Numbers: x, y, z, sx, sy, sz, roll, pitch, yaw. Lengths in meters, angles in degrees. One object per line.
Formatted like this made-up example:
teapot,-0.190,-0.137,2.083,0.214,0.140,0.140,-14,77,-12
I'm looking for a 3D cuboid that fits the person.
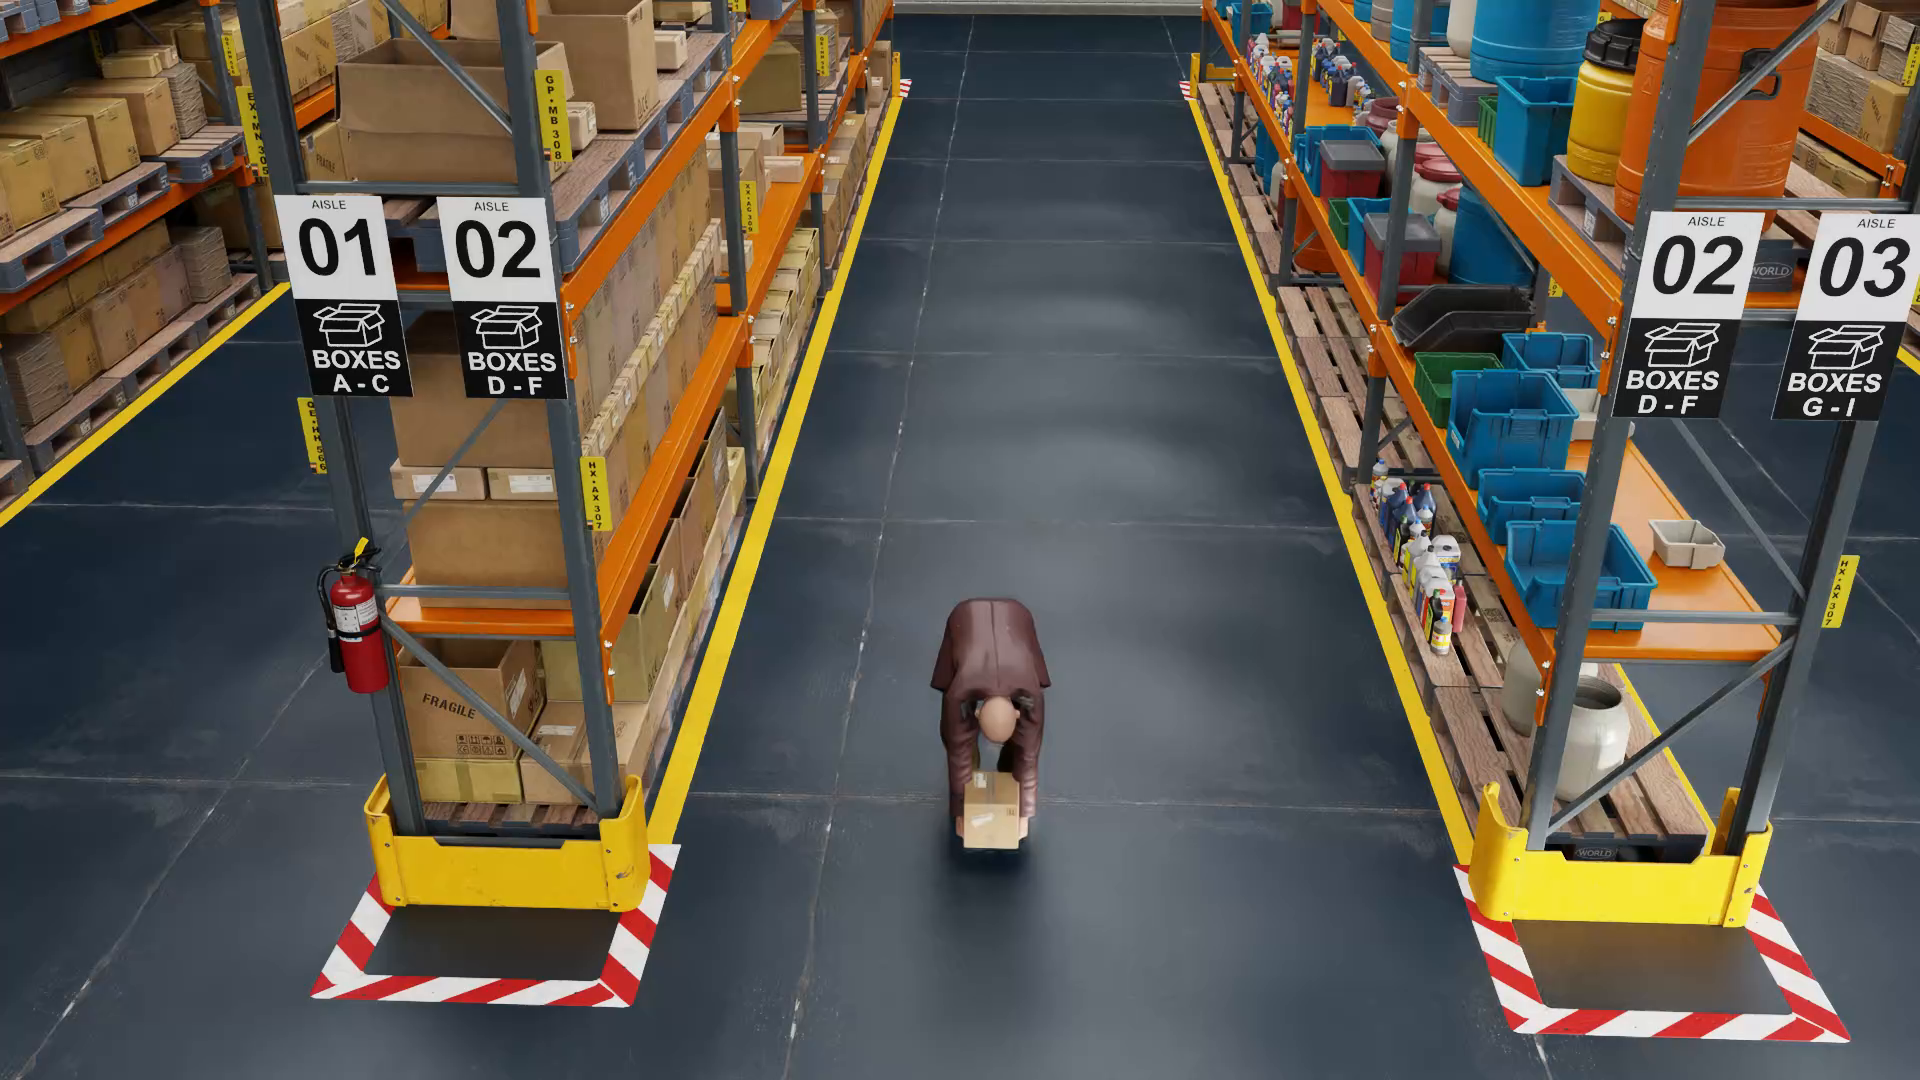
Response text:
person,0.148,0.854,7.783,0.577,1.052,0.945,0,28,-1
